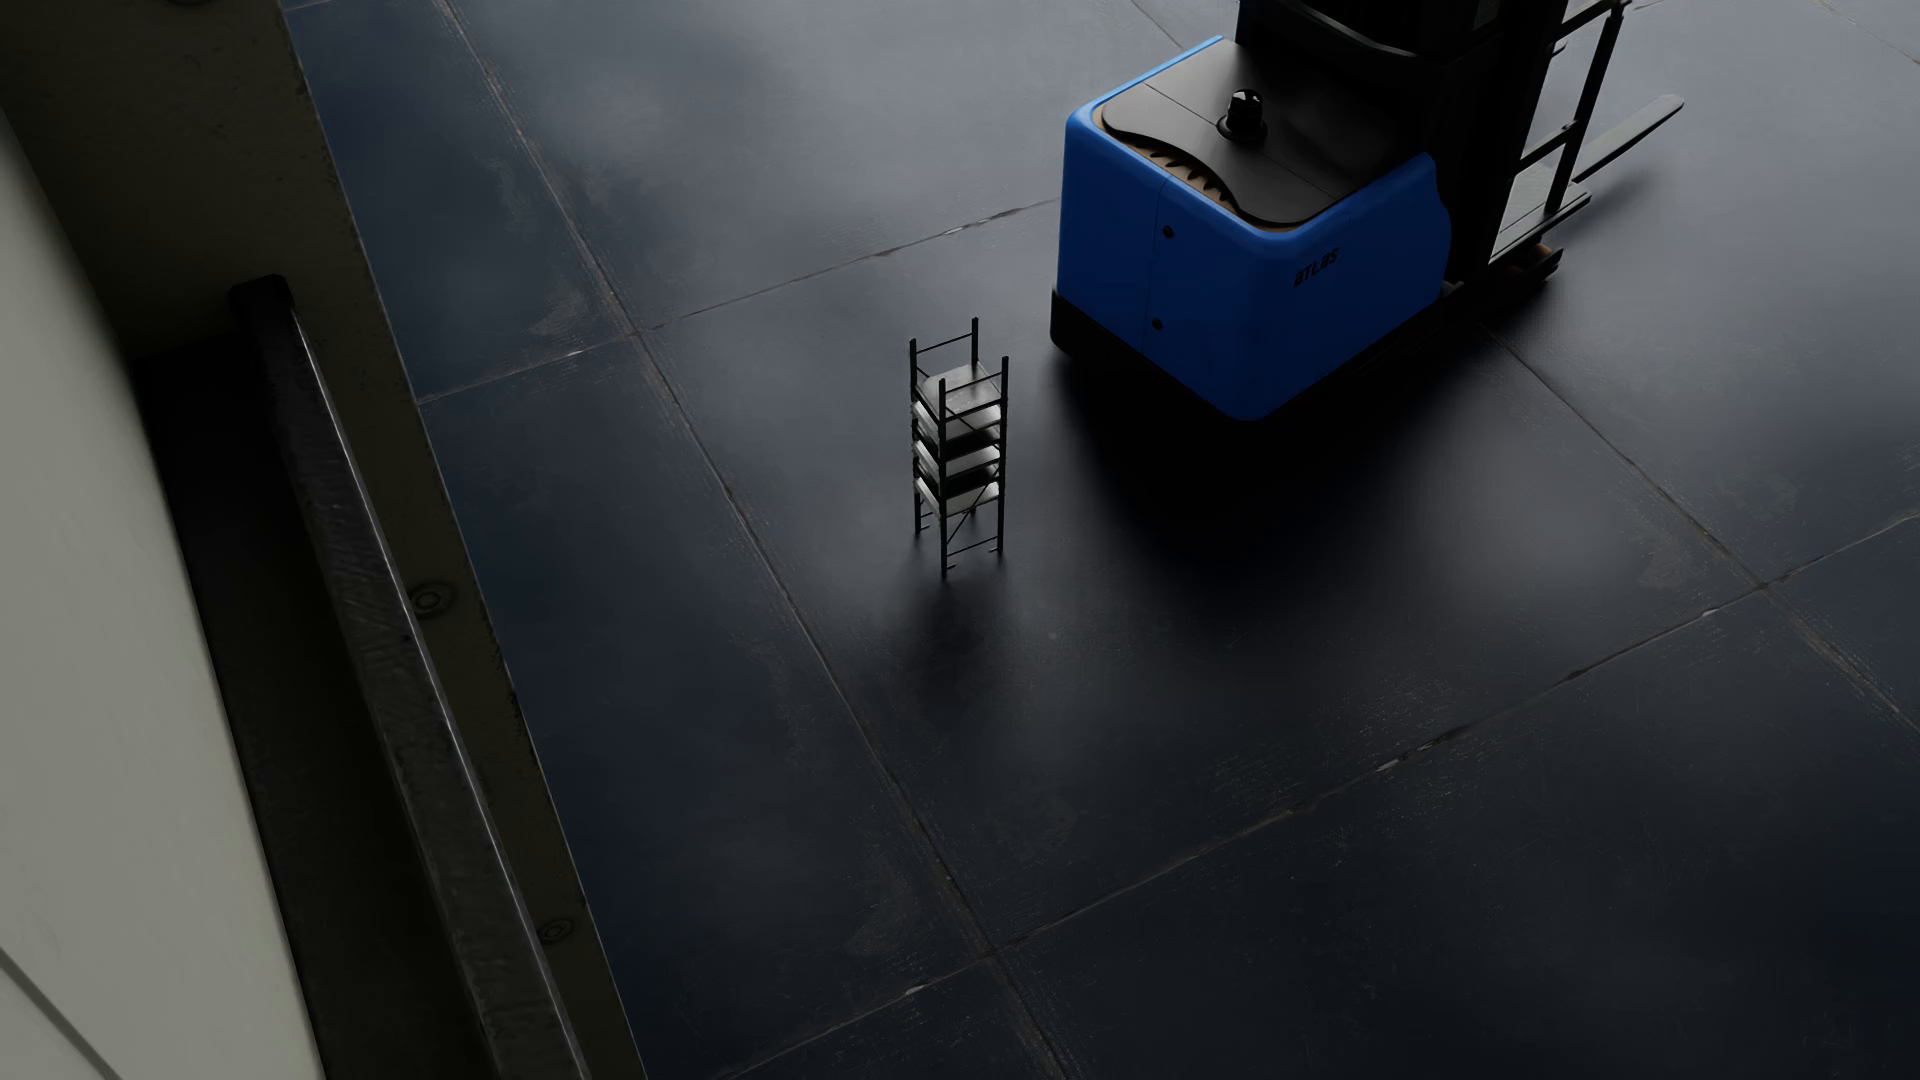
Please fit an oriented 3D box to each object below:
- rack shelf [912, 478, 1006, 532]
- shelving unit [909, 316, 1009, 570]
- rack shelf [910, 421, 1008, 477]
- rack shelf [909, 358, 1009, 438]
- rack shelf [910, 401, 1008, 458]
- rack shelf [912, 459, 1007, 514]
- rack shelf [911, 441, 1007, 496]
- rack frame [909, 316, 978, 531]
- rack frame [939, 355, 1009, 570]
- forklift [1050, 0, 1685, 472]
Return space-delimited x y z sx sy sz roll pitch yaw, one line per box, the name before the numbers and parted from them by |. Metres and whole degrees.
rack shelf | -0.004 -0.161 5.675 0.258 0.077 0.200 -21 52 -18
shelving unit | -0.004 -0.302 5.515 0.258 0.900 0.210 -21 52 -18
rack shelf | -0.004 -0.339 5.472 0.258 0.077 0.200 -21 52 -18
rack shelf | -0.004 -0.458 5.337 0.258 0.077 0.200 -21 52 -18
rack shelf | -0.004 -0.398 5.404 0.258 0.077 0.200 -21 52 -18
rack shelf | -0.004 -0.221 5.608 0.258 0.077 0.200 -21 52 -18
rack shelf | -0.004 -0.280 5.540 0.258 0.077 0.200 -21 52 -18
rack frame | -0.050 -0.370 5.574 0.240 0.900 0.006 -21 52 -18
rack frame | 0.043 -0.234 5.455 0.240 0.900 0.006 -21 52 -18
forklift | 1.792 -2.173 5.802 3.031 2.935 1.130 -33 57 -26
